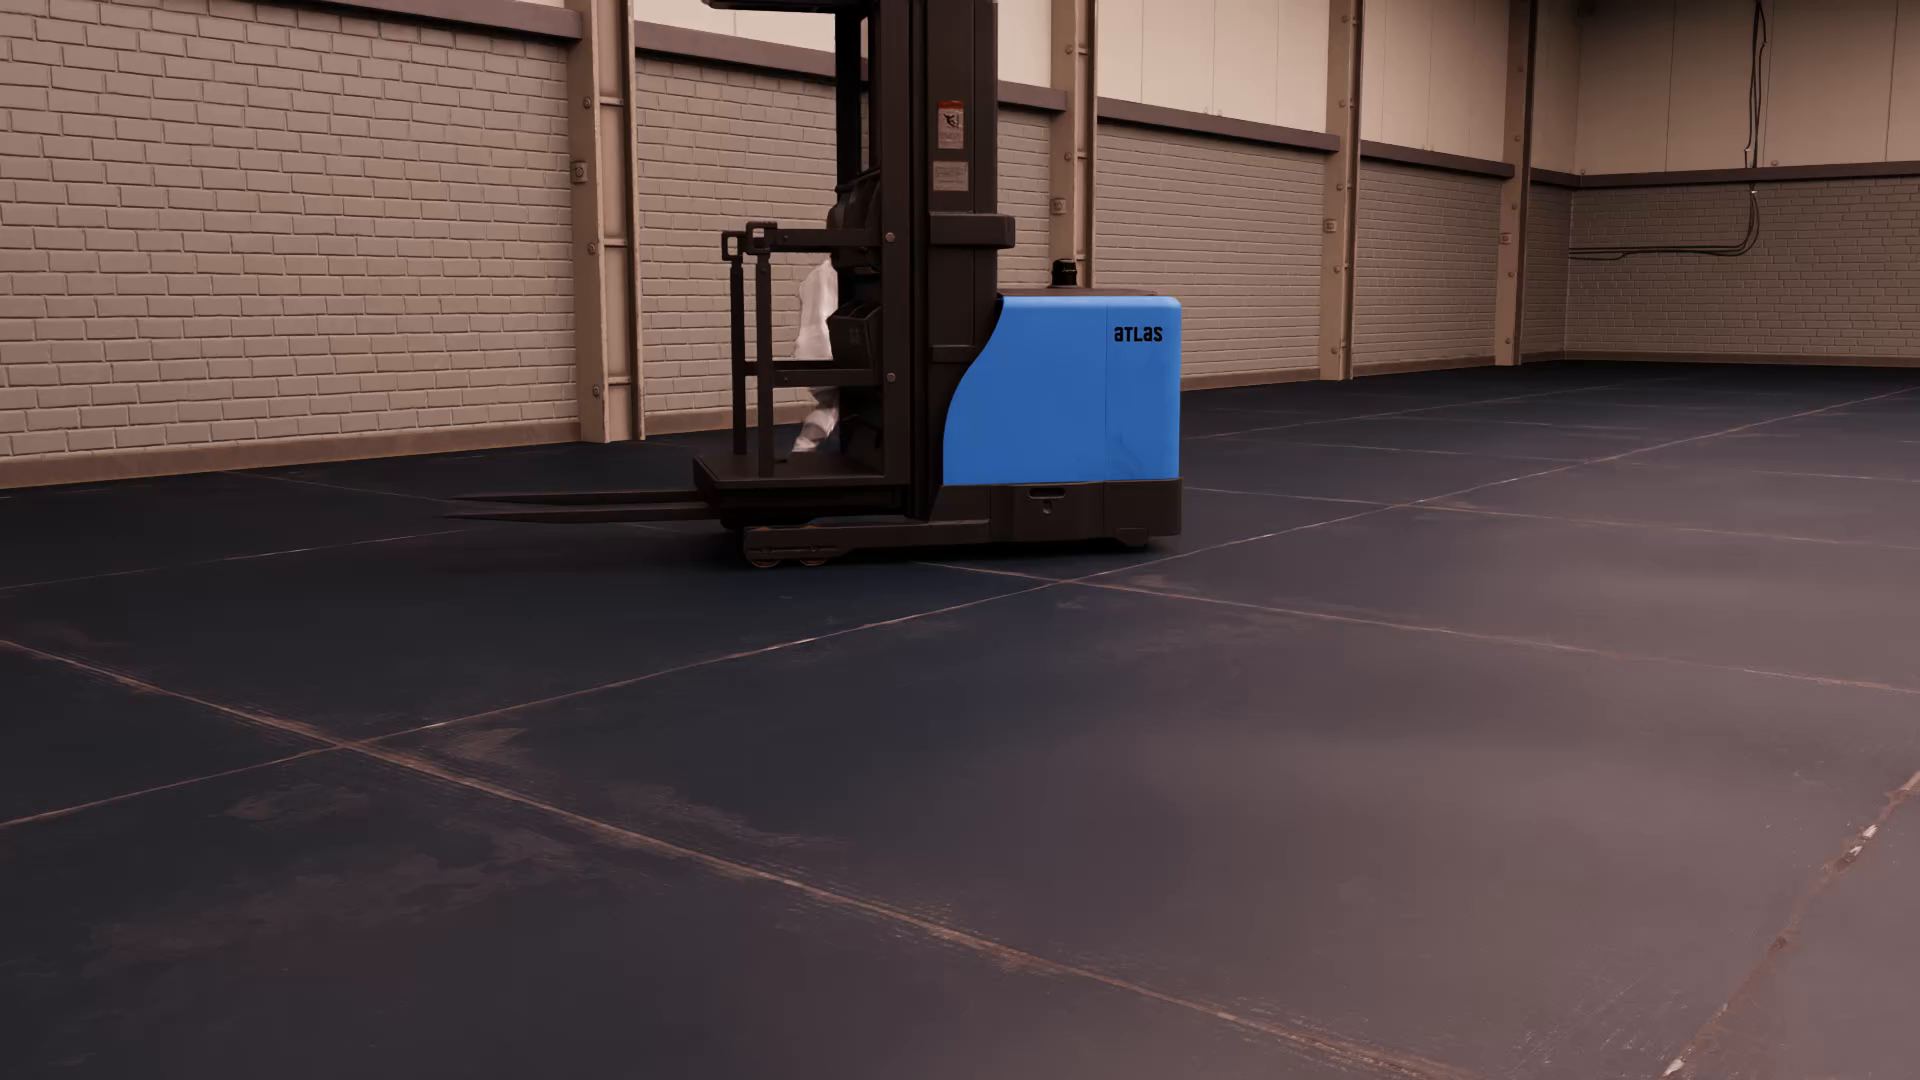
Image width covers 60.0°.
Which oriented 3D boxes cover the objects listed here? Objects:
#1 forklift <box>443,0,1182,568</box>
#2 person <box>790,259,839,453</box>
[{"bbox_3d":[-0.628,-1.422,6.997,3.031,2.935,1.130,-2,9,-13],"label":"forklift"},{"bbox_3d":[-0.571,-1.051,9.499,0.804,1.497,0.936,5,10,33],"label":"person"}]
